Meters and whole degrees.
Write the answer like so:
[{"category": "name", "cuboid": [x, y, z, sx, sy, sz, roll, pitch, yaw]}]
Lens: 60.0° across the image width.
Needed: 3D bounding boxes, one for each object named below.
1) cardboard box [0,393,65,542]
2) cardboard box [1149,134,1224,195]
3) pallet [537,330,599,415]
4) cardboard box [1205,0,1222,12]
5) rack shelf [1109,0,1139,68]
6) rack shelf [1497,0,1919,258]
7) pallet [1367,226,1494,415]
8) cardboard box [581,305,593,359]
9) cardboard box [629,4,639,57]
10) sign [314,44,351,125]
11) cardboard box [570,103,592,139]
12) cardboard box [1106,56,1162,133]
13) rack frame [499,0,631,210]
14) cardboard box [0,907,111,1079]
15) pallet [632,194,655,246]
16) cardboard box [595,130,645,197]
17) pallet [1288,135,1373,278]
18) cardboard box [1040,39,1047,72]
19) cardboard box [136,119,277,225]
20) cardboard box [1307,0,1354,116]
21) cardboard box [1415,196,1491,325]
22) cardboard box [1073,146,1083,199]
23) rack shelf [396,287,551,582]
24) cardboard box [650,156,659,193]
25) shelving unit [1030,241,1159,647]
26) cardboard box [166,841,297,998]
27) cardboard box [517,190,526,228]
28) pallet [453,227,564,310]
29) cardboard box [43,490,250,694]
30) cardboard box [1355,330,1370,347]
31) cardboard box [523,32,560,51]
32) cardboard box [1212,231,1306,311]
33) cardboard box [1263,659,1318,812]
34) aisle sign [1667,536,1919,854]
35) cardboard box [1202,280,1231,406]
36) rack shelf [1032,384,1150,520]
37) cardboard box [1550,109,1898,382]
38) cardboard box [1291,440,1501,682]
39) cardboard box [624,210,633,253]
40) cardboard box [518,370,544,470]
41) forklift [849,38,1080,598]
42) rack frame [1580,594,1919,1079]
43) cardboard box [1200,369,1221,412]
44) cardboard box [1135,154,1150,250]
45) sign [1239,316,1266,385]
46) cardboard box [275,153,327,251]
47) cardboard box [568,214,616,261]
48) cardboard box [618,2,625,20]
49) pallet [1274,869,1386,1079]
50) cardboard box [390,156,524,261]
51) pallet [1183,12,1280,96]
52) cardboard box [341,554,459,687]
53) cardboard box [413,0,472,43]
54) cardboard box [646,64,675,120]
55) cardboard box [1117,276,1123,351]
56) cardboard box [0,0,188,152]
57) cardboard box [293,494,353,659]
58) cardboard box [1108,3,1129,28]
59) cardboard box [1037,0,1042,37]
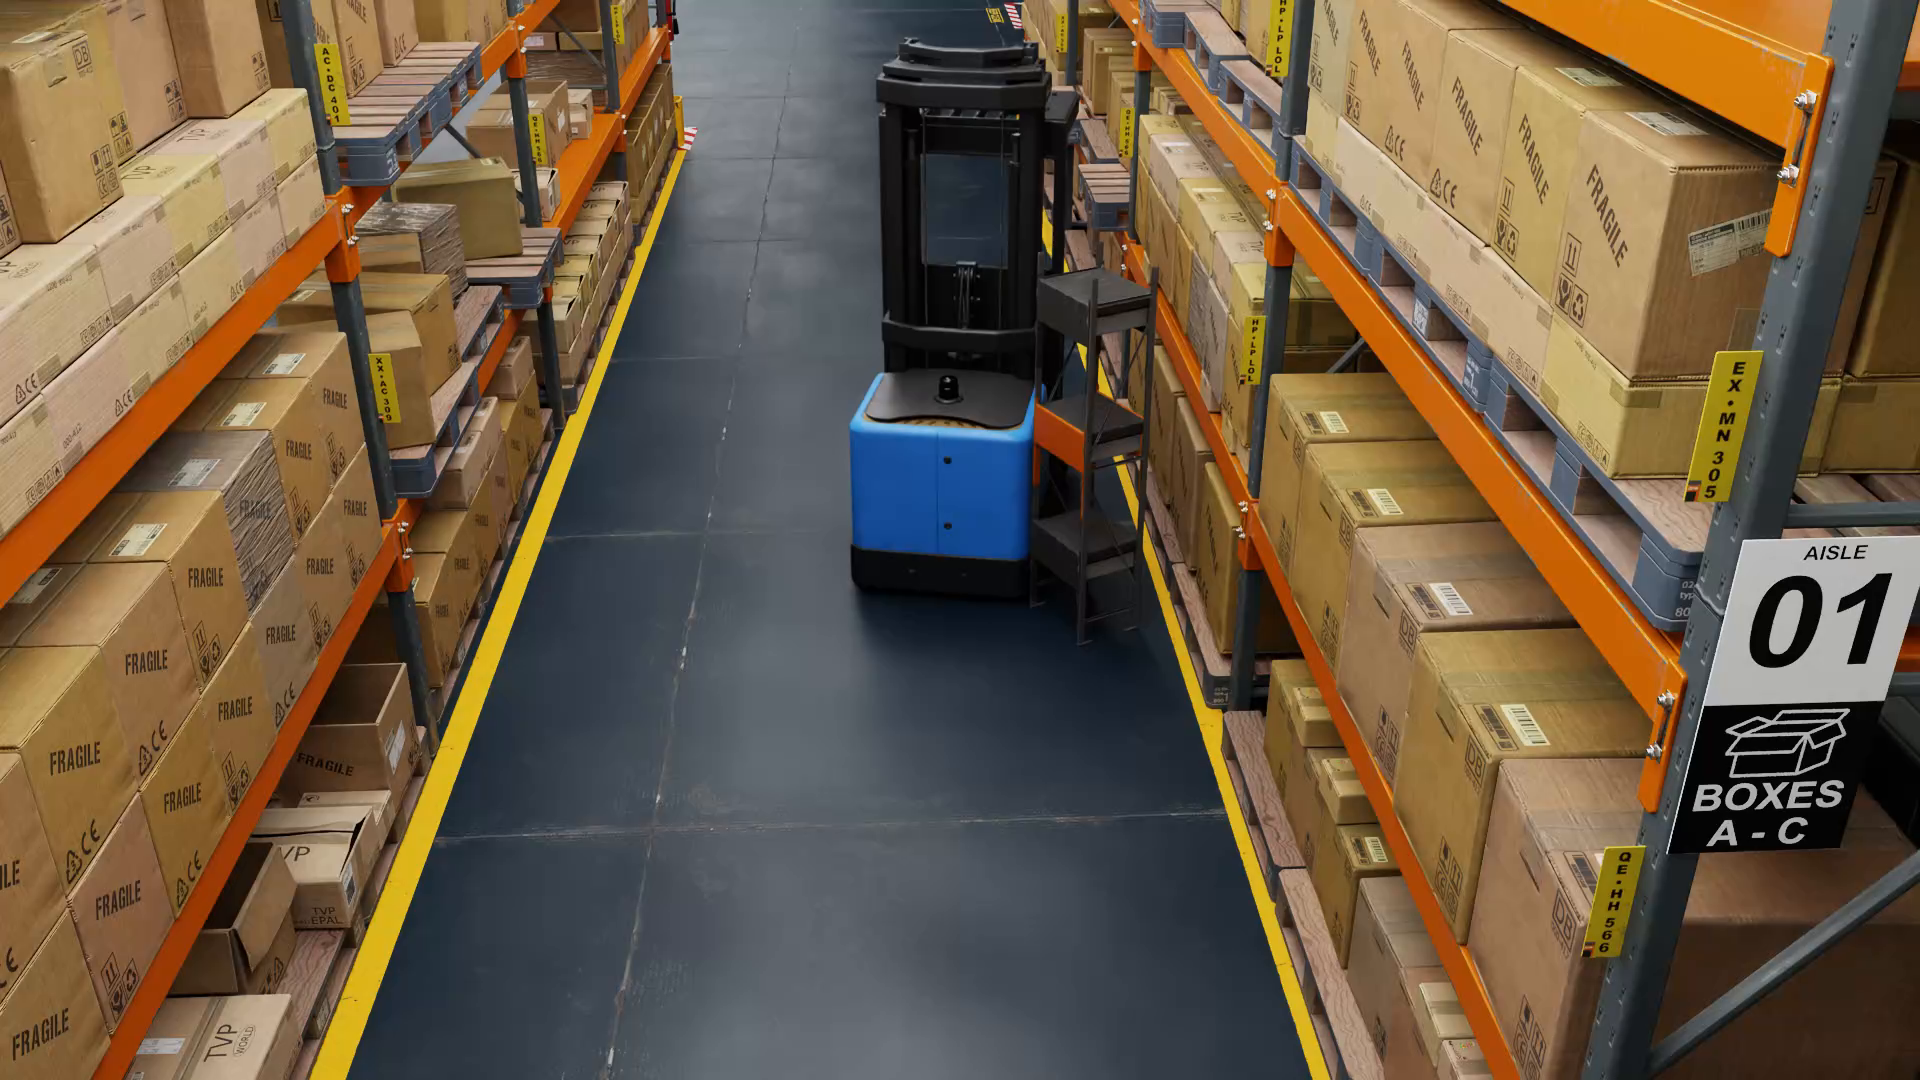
[{"category": "cardboard box", "cuboid": [-2.665, -0.159, 4.230, 0.500, 0.250, 0.500, -1, 28, -3]}, {"category": "cardboard box", "cuboid": [1.445, -2.290, 10.135, 0.500, 0.250, 0.500, -2, 28, -3]}, {"category": "pallet", "cuboid": [-3.301, -1.260, 12.438, 1.003, 0.211, 1.213, -1, 28, -3]}, {"category": "cardboard box", "cuboid": [1.813, -3.340, 9.583, 0.700, 0.500, 0.500, -3, 28, -5]}, {"category": "rack shelf", "cuboid": [1.545, -4.172, 12.539, 1.077, 0.370, 4.000, -1, 28, -3]}, {"category": "rack shelf", "cuboid": [1.963, -1.630, 4.854, 1.077, 0.370, 4.000, -1, 28, -3]}, {"category": "pallet", "cuboid": [1.952, -0.740, 5.278, 1.003, 0.211, 1.213, -1, 28, -3]}, {"category": "cardboard box", "cuboid": [-3.058, -1.564, 12.524, 0.500, 0.250, 0.500, -2, 28, -4]}, {"category": "cardboard box", "cuboid": [-3.651, -5.167, 16.804, 0.700, 0.500, 0.500, -1, 28, -2]}, {"category": "sign", "cuboid": [-2.546, -1.844, 6.739, 0.100, 0.325, 0.005, -1, 28, -3]}, {"category": "cardboard box", "cuboid": [-3.276, -3.502, 13.865, 0.396, 0.266, 0.258, -2, 28, -4]}, {"category": "cardboard box", "cuboid": [1.521, -3.526, 13.183, 0.700, 0.500, 0.500, 2, 28, 4]}, {"category": "rack frame", "cuboid": [-3.506, -3.963, 14.604, 1.000, 3.000, 0.127, -1, 28, -3]}, {"category": "cardboard box", "cuboid": [-2.639, 1.323, 4.361, 0.500, 0.500, 0.500, -1, 28, -2]}, {"category": "pallet", "cuboid": [-3.505, -3.095, 15.955, 1.003, 0.211, 1.213, -1, 28, -3]}, {"category": "cardboard box", "cuboid": [-3.217, -3.484, 15.395, 0.500, 0.500, 0.500, -1, 28, -3]}, {"category": "pallet", "cuboid": [1.891, -1.302, 6.355, 1.003, 0.211, 1.213, -1, 28, -3]}, {"category": "cardboard box", "cuboid": [1.054, -4.700, 16.159, 0.500, 0.250, 0.500, -2, 28, -3]}, {"category": "cardboard box", "cuboid": [-2.769, -1.304, 5.885, 0.500, 0.250, 0.500, -1, 28, -3]}, {"category": "cardboard box", "cuboid": [1.616, -1.880, 6.157, 0.500, 0.500, 0.500, -2, 28, -3]}, {"category": "cardboard box", "cuboid": [1.704, -0.849, 4.990, 0.500, 0.250, 0.500, -2, 28, -4]}, {"category": "cardboard box", "cuboid": [1.347, -3.649, 16.230, 0.500, 0.500, 0.500, -3, 28, -7]}, {"category": "rack shelf", "cuboid": [-3.192, -0.873, 9.458, 1.077, 0.370, 4.000, -1, 28, -3]}, {"category": "cardboard box", "cuboid": [-3.269, -3.613, 16.454, 0.500, 0.250, 0.500, -1, 28, -3]}, {"category": "shelving unit", "cuboid": [0.698, -0.492, 8.923, 0.431, 2.100, 0.503, -15, 31, -26]}, {"category": "cardboard box", "cuboid": [-2.985, 1.511, 6.333, 0.797, 0.503, 0.637, -1, 28, -3]}, {"category": "cardboard box", "cuboid": [-3.272, -2.245, 11.407, 0.500, 0.311, 0.500, 0, 28, 1]}, {"category": "pallet", "cuboid": [-3.191, -1.719, 10.510, 1.213, 0.211, 1.003, -1, 28, -3]}, {"category": "cardboard box", "cuboid": [-2.722, 0.173, 5.485, 0.500, 0.500, 0.500, -2, 28, -3]}, {"category": "cardboard box", "cuboid": [2.095, -1.126, 7.903, 0.500, 0.250, 0.500, -1, 28, -1]}, {"category": "cardboard box", "cuboid": [-3.734, -4.415, 14.662, 0.380, 0.149, 0.250, -1, 28, -3]}, {"category": "cardboard box", "cuboid": [1.562, -1.353, 8.338, 0.500, 0.250, 0.500, -1, 28, -2]}, {"category": "cardboard box", "cuboid": [1.795, 0.880, 7.567, 0.700, 0.500, 0.500, -1, 28, -2]}, {"category": "aisle sign", "cuboid": [1.772, 0.345, 3.533, 0.394, 0.787, 0.004, -1, 28, -3]}, {"category": "cardboard box", "cuboid": [1.546, -1.017, 8.505, 0.500, 0.500, 0.500, -1, 28, -2]}, {"category": "rack shelf", "cuboid": [0.698, -0.480, 8.929, 0.431, 0.518, 0.480, -15, 31, -26]}, {"category": "cardboard box", "cuboid": [1.757, -0.700, 3.894, 0.500, 0.500, 0.500, -1, 28, -3]}, {"category": "cardboard box", "cuboid": [1.903, 0.066, 6.556, 0.980, 0.700, 0.700, -2, 28, -4]}, {"category": "cardboard box", "cuboid": [-3.195, -2.745, 14.789, 0.500, 0.250, 0.500, -2, 28, -3]}, {"category": "cardboard box", "cuboid": [-3.014, -0.776, 10.722, 0.500, 0.500, 0.500, 0, 28, -1]}, {"category": "forklift", "cuboid": [0.117, -1.629, 10.203, 1.130, 2.935, 3.031, 4, 28, 8]}, {"category": "rack frame", "cuboid": [2.068, 1.458, 4.212, 1.000, 3.000, 0.127, -1, 28, -3]}, {"category": "cardboard box", "cuboid": [1.481, -0.794, 8.778, 0.380, 0.149, 0.250, -1, 28, -3]}, {"category": "cardboard box", "cuboid": [1.420, -2.191, 10.757, 0.500, 0.500, 0.500, -1, 28, -1]}, {"category": "sign", "cuboid": [1.317, -0.850, 7.470, 0.100, 0.325, 0.005, -1, 28, -3]}, {"category": "cardboard box", "cuboid": [-2.797, -1.314, 6.444, 0.500, 0.250, 0.500, -1, 28, -3]}, {"category": "cardboard box", "cuboid": [-3.141, -2.528, 13.766, 0.500, 0.311, 0.500, -1, 28, -3]}, {"category": "cardboard box", "cuboid": [-3.398, -5.019, 15.819, 0.380, 0.149, 0.250, -2, 28, -4]}, {"category": "pallet", "cuboid": [1.887, 1.765, 6.638, 1.003, 0.211, 1.213, -1, 28, -3]}, {"category": "cardboard box", "cuboid": [-3.151, -2.058, 10.390, 0.700, 0.500, 0.500, -11, 29, -20]}, {"category": "pallet", "cuboid": [1.798, -2.671, 9.087, 1.003, 0.211, 1.213, 0, 28, 0]}, {"category": "cardboard box", "cuboid": [-2.870, 0.416, 8.437, 0.500, 0.500, 0.500, -3, 28, -5]}, {"category": "cardboard box", "cuboid": [-3.187, -2.814, 9.049, 0.910, 0.500, 0.500, -1, 28, -3]}, {"category": "cardboard box", "cuboid": [-3.389, -4.869, 18.050, 0.500, 0.500, 0.500, -1, 28, -3]}, {"category": "cardboard box", "cuboid": [1.560, -1.655, 12.407, 0.700, 0.500, 0.500, -1, 28, -2]}, {"category": "cardboard box", "cuboid": [-3.140, -1.628, 5.695, 0.700, 0.500, 0.500, -1, 28, -3]}, {"category": "cardboard box", "cuboid": [-2.777, 0.150, 6.611, 0.500, 0.500, 0.500, -1, 28, -1]}, {"category": "cardboard box", "cuboid": [1.625, -4.581, 15.119, 0.500, 0.500, 0.500, -2, 28, -4]}, {"category": "cardboard box", "cuboid": [1.032, -5.273, 16.446, 0.500, 0.500, 0.500, -1, 28, -1]}]
